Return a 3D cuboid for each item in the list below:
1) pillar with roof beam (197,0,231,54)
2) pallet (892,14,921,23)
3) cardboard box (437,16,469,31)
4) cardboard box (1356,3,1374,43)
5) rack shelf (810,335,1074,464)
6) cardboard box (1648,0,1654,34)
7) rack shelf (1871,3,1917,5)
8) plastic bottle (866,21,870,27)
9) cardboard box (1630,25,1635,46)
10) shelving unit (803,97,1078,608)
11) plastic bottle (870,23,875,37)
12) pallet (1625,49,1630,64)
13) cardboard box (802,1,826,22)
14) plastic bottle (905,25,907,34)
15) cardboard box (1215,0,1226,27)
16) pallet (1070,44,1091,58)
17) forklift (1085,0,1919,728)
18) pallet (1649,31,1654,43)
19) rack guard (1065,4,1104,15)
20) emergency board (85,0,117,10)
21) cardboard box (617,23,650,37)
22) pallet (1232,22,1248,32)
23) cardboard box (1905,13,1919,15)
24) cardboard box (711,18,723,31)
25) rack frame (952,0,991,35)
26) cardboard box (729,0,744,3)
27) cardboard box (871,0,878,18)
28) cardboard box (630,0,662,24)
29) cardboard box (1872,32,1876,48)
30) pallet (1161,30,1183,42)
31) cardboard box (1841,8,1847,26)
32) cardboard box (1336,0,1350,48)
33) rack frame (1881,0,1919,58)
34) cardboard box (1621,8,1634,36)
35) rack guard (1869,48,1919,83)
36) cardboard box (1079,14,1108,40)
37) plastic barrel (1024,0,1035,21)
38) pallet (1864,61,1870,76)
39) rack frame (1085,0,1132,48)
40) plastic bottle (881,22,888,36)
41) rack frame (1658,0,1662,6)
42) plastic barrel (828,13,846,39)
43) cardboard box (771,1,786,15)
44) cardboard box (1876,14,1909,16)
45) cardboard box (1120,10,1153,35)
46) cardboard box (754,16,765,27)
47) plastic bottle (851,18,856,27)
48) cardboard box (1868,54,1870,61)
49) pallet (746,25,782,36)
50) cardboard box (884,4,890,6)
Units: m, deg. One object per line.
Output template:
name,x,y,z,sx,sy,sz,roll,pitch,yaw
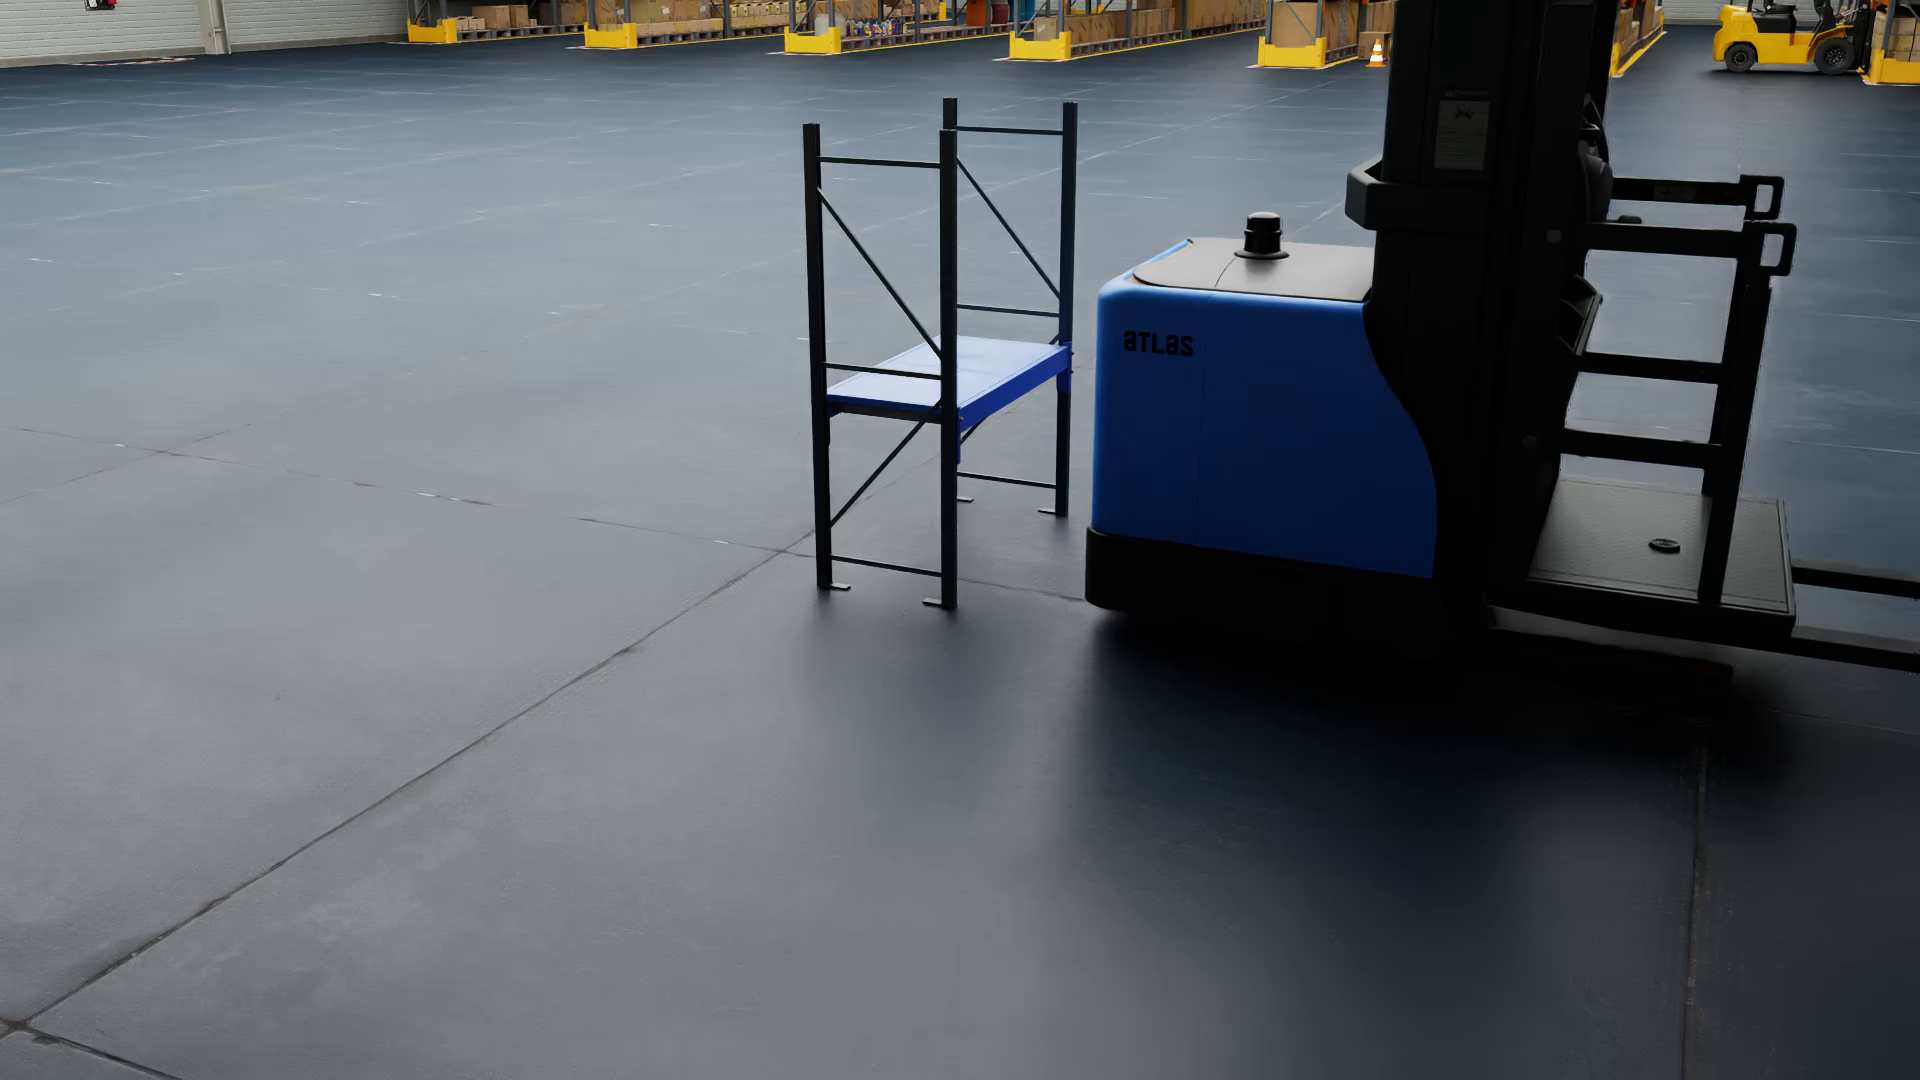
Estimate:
pillar with roof beam,-11.075,-13.483,30.453,9.100,9.000,0.400,9,21,23
pallet,-1.828,-15.009,47.858,1.003,0.211,1.213,9,21,23
cardboard box,-11.678,-11.889,38.278,0.500,0.311,0.500,6,20,17
cardboard box,7.808,-10.561,33.920,1.050,0.750,0.750,8,21,22
rack shelf,-0.035,-0.511,5.704,0.538,0.185,1.000,9,21,23
cardboard box,14.925,-11.738,37.041,0.875,0.875,0.875,9,22,24
rack shelf,17.542,-10.166,31.150,1.077,0.370,4.000,9,21,23
plastic bottle,-2.025,-11.284,36.635,0.097,0.271,0.097,0,20,0
cardboard box,12.697,-9.914,32.664,0.950,0.372,0.625,10,22,26
shelving unit,-0.035,-0.681,5.644,0.538,1.500,1.048,9,21,23
plastic bottle,-1.869,-10.895,35.526,0.061,0.283,0.133,9,21,24
pallet,11.950,-9.049,31.099,1.003,0.211,1.213,9,21,23
cardboard box,-3.799,-13.646,42.936,0.500,0.500,0.500,10,22,25
plastic bottle,-1.231,-11.348,36.920,0.097,0.201,0.097,0,20,0
cardboard box,5.819,-13.104,40.882,1.225,0.875,0.875,8,21,21
pallet,1.910,-9.663,32.825,1.003,0.211,1.213,9,21,23
forklift,1.959,-1.073,4.610,3.031,2.935,1.130,8,21,22
pallet,15.222,-11.459,37.874,1.003,0.211,1.213,9,21,23
rack guard,3.545,-15.112,47.716,1.175,0.500,0.348,9,21,23
emergency board,-16.049,-10.497,31.010,0.194,1.169,0.643,9,21,23
cardboard box,-7.100,-11.106,36.198,0.500,0.250,0.500,9,21,23
pallet,6.811,-13.286,43.013,1.003,0.211,1.213,9,21,23
cardboard box,16.285,-8.780,28.165,0.500,0.250,0.500,9,21,23
cardboard box,-5.875,-12.024,38.779,0.500,0.250,0.500,9,21,23
rack frame,0.271,-13.835,40.395,1.000,3.000,0.127,9,21,23
cardboard box,-6.729,-15.652,48.608,0.700,0.500,0.500,9,21,23
cardboard box,-2.549,-14.578,45.558,0.500,0.500,0.500,8,21,22
cardboard box,-6.897,-11.613,36.503,0.500,0.500,0.500,9,21,23
cardboard box,15.214,-8.152,27.145,0.500,0.250,0.500,8,21,22
pallet,4.468,-11.603,38.280,1.003,0.211,1.213,9,21,23
cardboard box,20.489,-11.834,37.873,0.700,0.500,0.500,8,21,21
cardboard box,6.948,-9.959,32.041,0.875,0.875,0.875,9,21,23
rack frame,15.085,-8.670,25.872,1.000,3.000,0.127,9,21,23
cardboard box,12.195,-9.611,30.875,0.500,0.500,0.500,8,21,22
rack guard,15.075,-7.485,26.270,1.175,0.500,0.348,9,21,23
cardboard box,2.724,-10.660,34.571,0.500,0.500,0.500,17,26,40
plastic barrel,1.671,-14.103,43.654,0.600,0.901,0.708,9,21,23
pallet,15.861,-7.968,28.058,1.003,0.211,1.213,9,21,23
rack frame,3.152,-11.933,35.046,1.000,3.000,0.127,9,21,23
plastic bottle,-1.649,-11.094,36.094,0.152,0.276,0.135,9,21,24
rack frame,17.107,-14.241,41.537,1.000,3.000,0.127,9,21,23
plastic barrel,-2.600,-10.780,34.891,0.421,0.512,0.421,0,20,0
cardboard box,-4.652,-13.175,41.179,0.500,0.311,0.500,8,21,22
cardboard box,15.605,-8.694,27.923,0.500,0.250,0.500,8,21,22
cardboard box,3.864,-11.461,36.794,0.700,0.500,0.500,7,21,18
cardboard box,-5.073,-12.600,40.398,0.500,0.250,0.500,8,21,21
plastic bottle,-2.327,-11.194,36.266,0.144,0.351,0.185,8,21,22
cardboard box,15.607,-8.224,28.094,0.500,0.250,0.500,9,22,24
pallet,-5.120,-12.584,41.039,1.003,0.211,1.213,9,21,23
cardboard box,-2.327,-15.122,47.369,0.500,0.311,0.500,9,21,23
